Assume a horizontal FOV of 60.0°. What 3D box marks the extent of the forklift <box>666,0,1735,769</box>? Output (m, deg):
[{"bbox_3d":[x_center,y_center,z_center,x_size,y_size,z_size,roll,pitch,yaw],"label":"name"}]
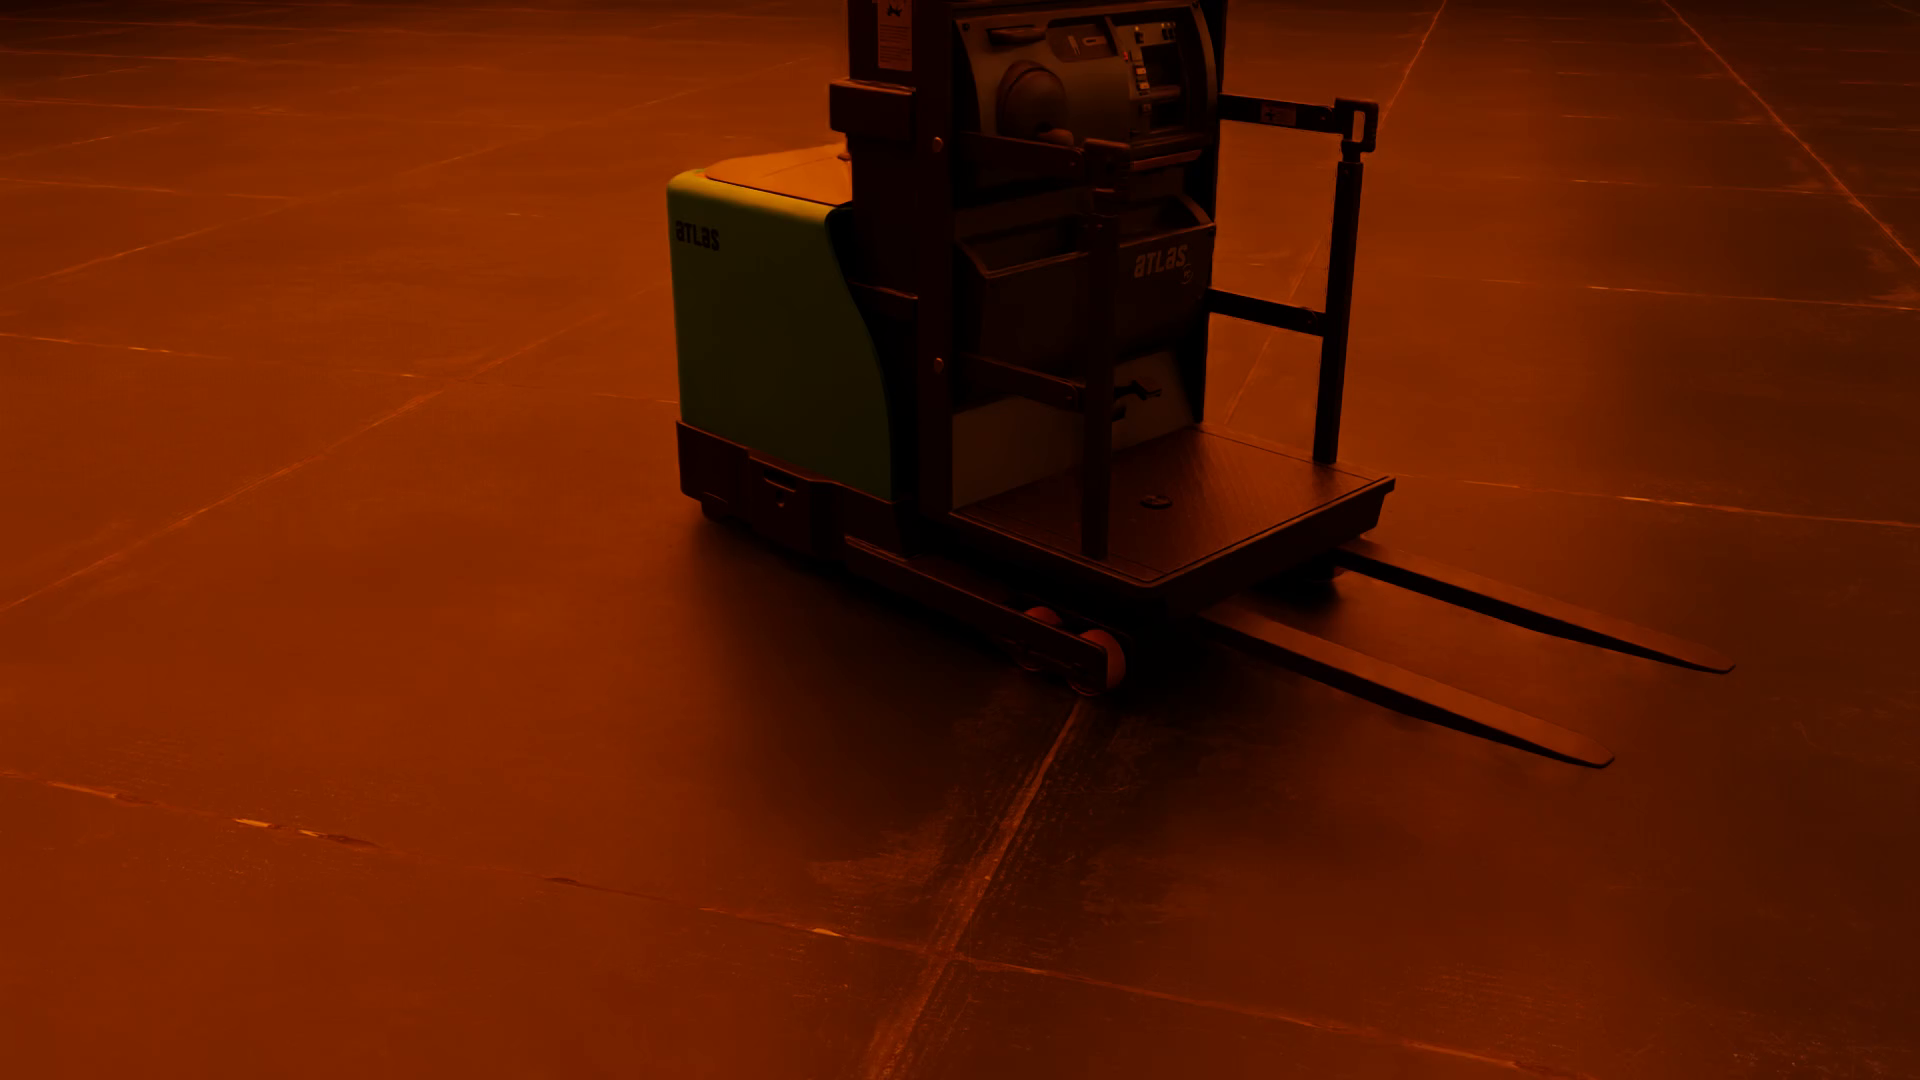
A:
[{"bbox_3d":[0.494,-1.185,4.149,1.130,2.935,3.031,-21,30,-40],"label":"forklift"}]
